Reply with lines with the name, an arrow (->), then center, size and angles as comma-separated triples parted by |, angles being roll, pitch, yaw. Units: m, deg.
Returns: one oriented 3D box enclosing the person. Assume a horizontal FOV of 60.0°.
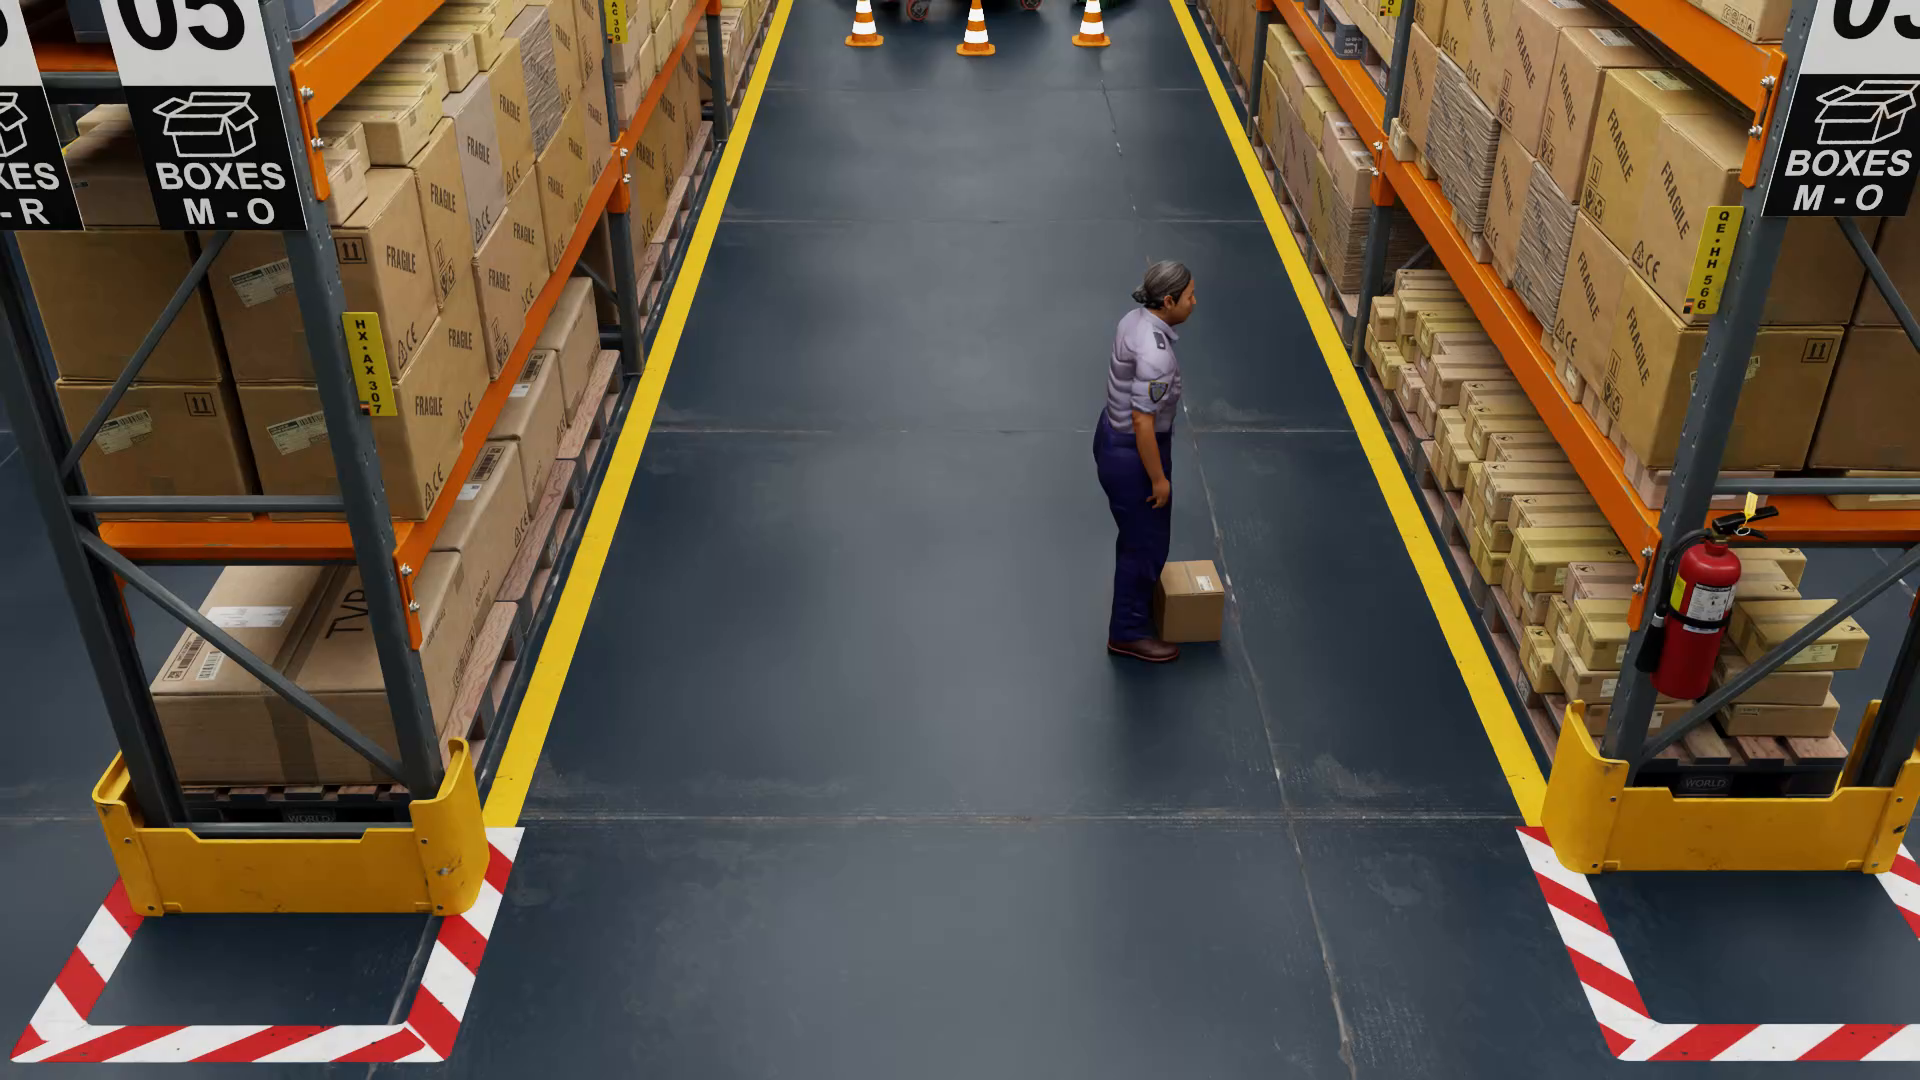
person -> 0.751, -0.333, 6.681 | 0.416, 1.652, 0.556 | -1, 32, -2
